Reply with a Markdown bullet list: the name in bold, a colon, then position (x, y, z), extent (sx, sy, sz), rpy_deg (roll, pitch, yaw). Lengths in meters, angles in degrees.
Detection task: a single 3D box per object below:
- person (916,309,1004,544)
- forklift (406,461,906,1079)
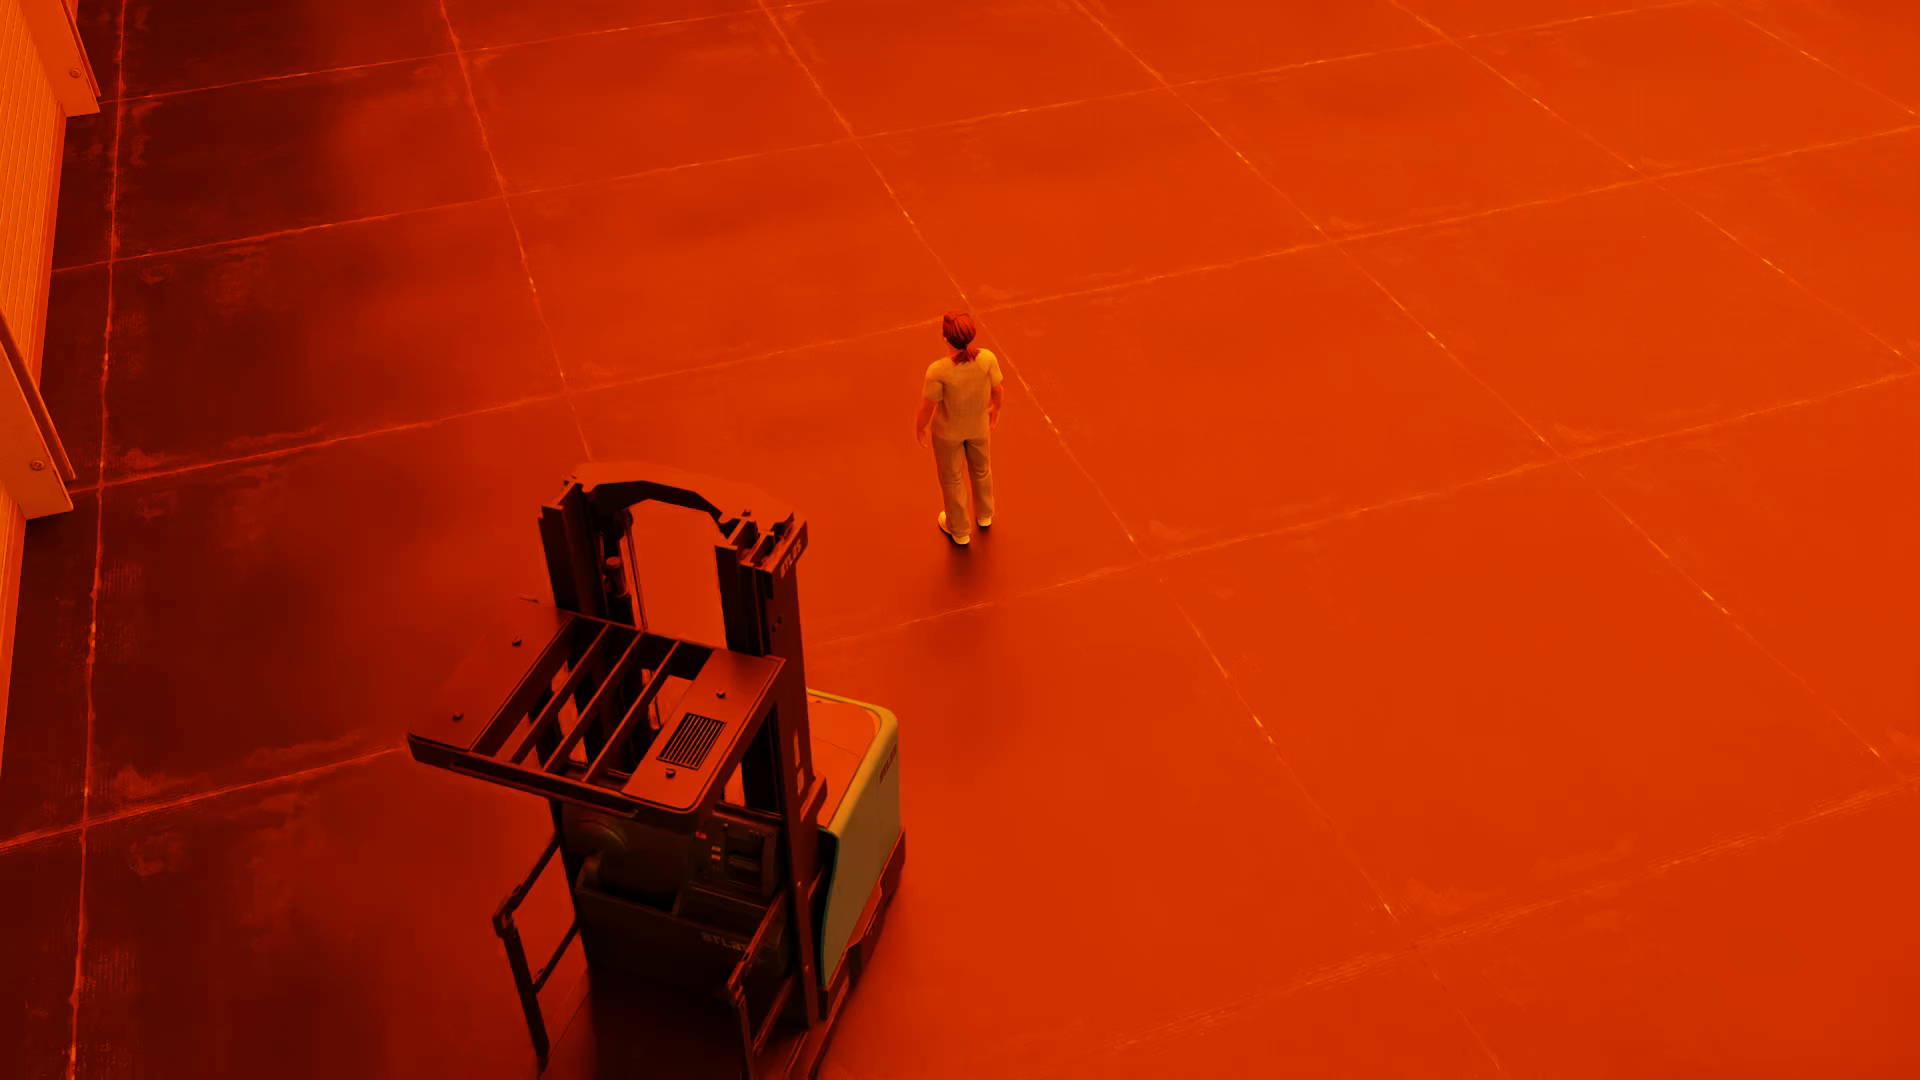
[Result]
- **person**: position (-0.012, -0.695, 9.789), extent (0.549, 1.675, 0.549), rpy_deg (-13, 42, -15)
- **forklift**: position (-1.228, 1.282, 6.470), extent (1.130, 2.935, 3.031), rpy_deg (12, 42, 14)
